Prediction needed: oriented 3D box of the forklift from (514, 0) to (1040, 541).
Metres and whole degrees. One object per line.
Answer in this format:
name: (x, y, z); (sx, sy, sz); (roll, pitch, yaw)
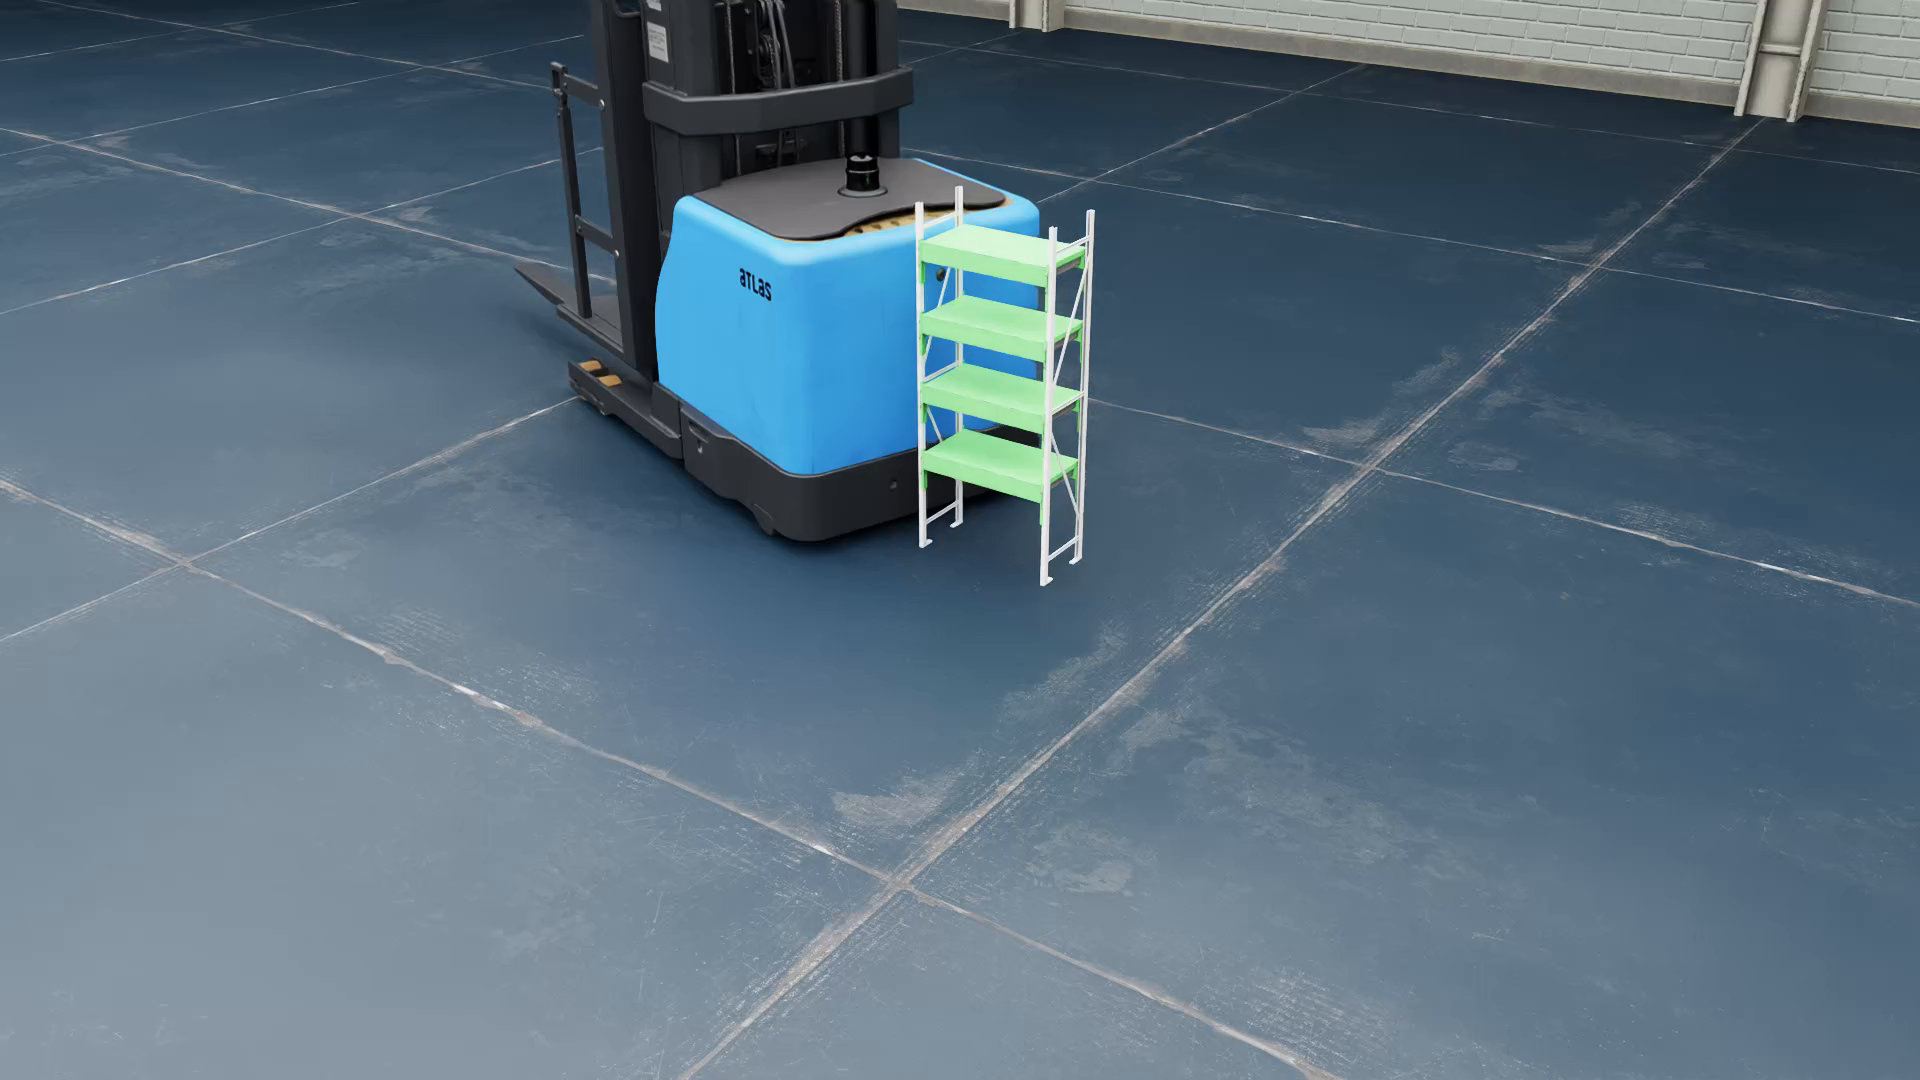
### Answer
forklift: (-0.959, -1.918, 6.288); (1.130, 2.935, 3.031); (-17, 32, -30)

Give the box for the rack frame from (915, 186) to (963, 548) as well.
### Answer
rack frame: (-0.065, -0.555, 5.517); (0.015, 1.200, 0.240); (17, 32, 30)

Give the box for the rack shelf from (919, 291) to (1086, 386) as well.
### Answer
rack shelf: (0.136, -0.649, 5.314); (0.480, 0.148, 0.258); (17, 32, 30)

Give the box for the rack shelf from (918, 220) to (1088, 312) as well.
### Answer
rack shelf: (0.136, -0.863, 5.206); (0.480, 0.148, 0.258); (17, 32, 30)

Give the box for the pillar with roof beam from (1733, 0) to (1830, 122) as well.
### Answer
pillar with roof beam: (3.187, -5.361, 6.363); (0.400, 9.000, 9.100); (17, 32, 30)

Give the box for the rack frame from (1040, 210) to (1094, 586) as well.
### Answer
rack frame: (0.338, -0.430, 5.271); (0.015, 1.200, 0.240); (17, 32, 30)

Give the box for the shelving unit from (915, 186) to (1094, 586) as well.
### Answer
shelving unit: (0.136, -0.492, 5.394); (0.503, 1.200, 0.258); (17, 32, 30)

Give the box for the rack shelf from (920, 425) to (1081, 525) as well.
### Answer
rack shelf: (0.136, -0.221, 5.532); (0.480, 0.148, 0.258); (17, 32, 30)

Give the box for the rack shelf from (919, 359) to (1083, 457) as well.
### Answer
rack shelf: (0.136, -0.435, 5.423); (0.480, 0.148, 0.258); (17, 32, 30)

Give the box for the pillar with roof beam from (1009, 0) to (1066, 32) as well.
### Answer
pillar with roof beam: (-1.759, -6.902, 9.390); (0.400, 9.000, 9.100); (17, 32, 30)
